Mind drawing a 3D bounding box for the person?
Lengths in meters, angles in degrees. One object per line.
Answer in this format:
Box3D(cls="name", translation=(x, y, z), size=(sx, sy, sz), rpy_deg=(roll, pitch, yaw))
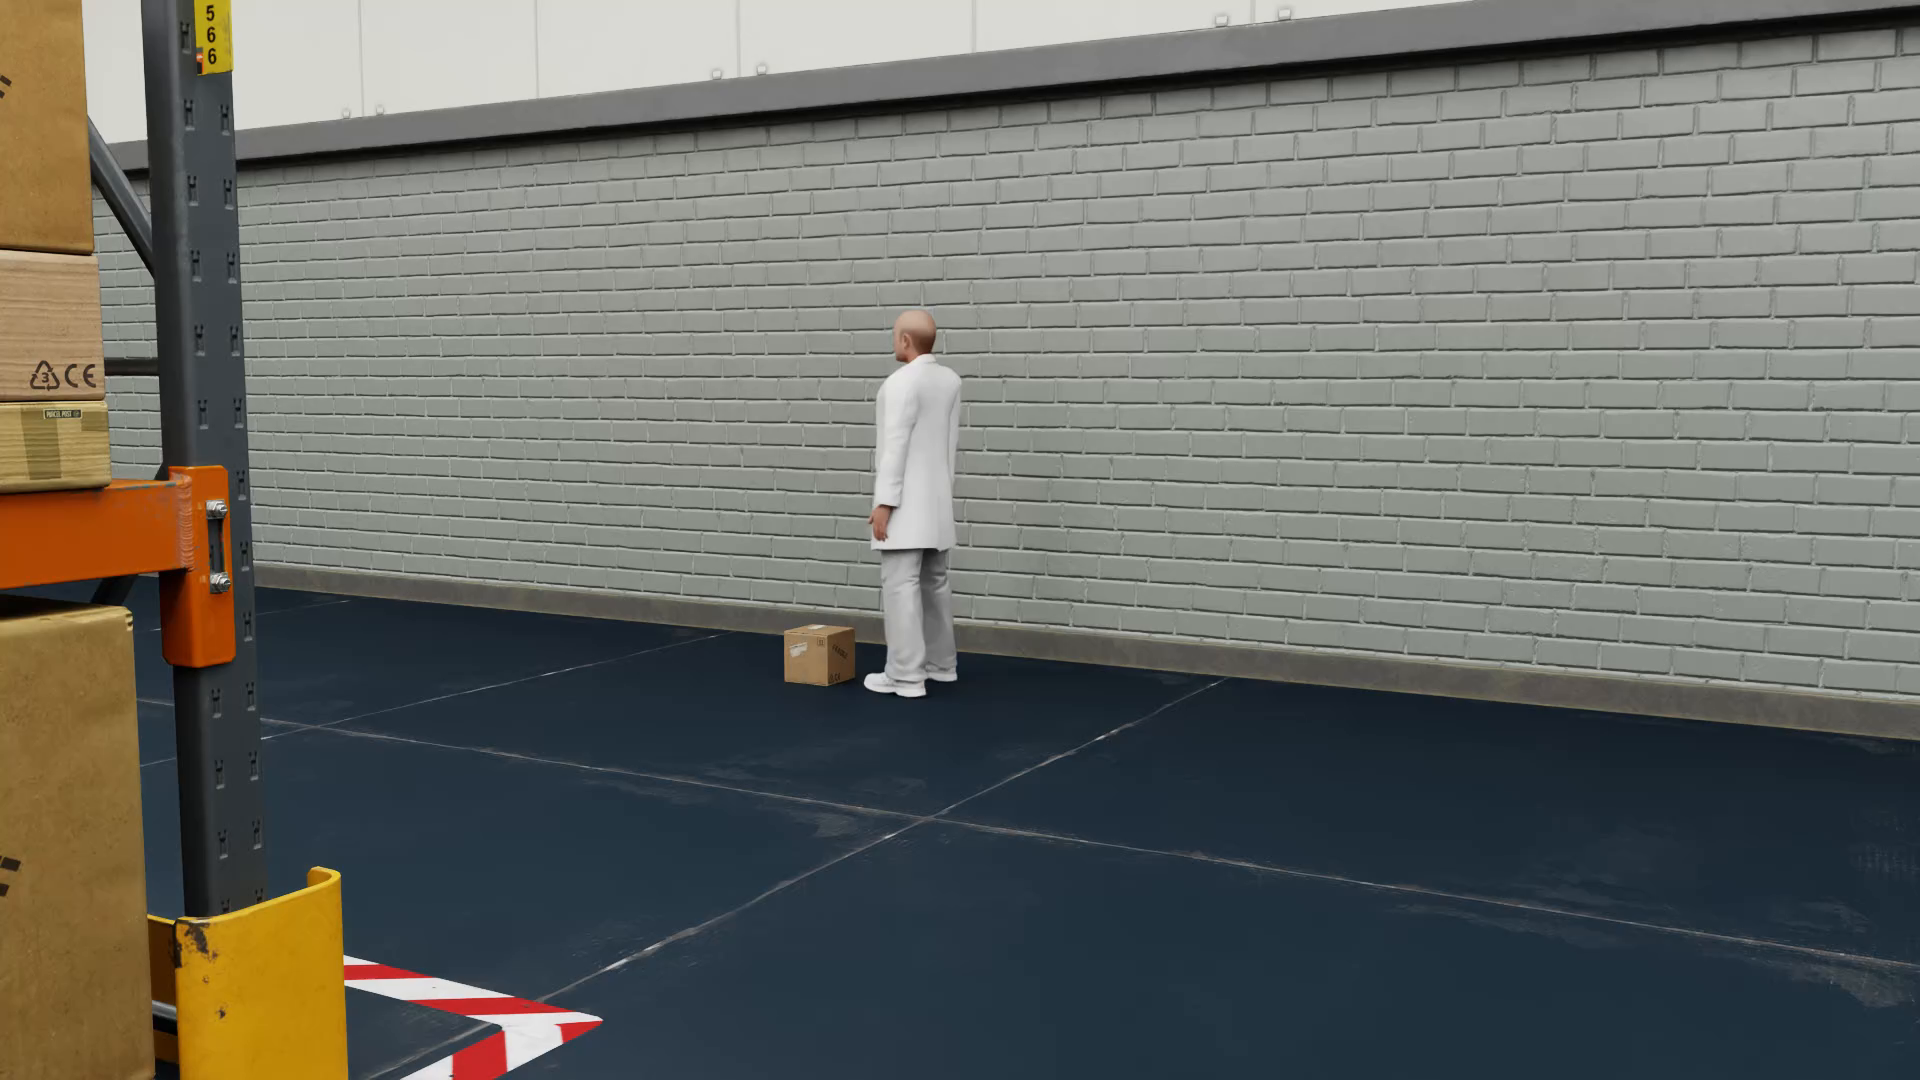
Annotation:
Box3D(cls="person", translation=(-0.273, -0.184, 7.804), size=(0.471, 1.776, 0.617), rpy_deg=(4, 7, 34))
